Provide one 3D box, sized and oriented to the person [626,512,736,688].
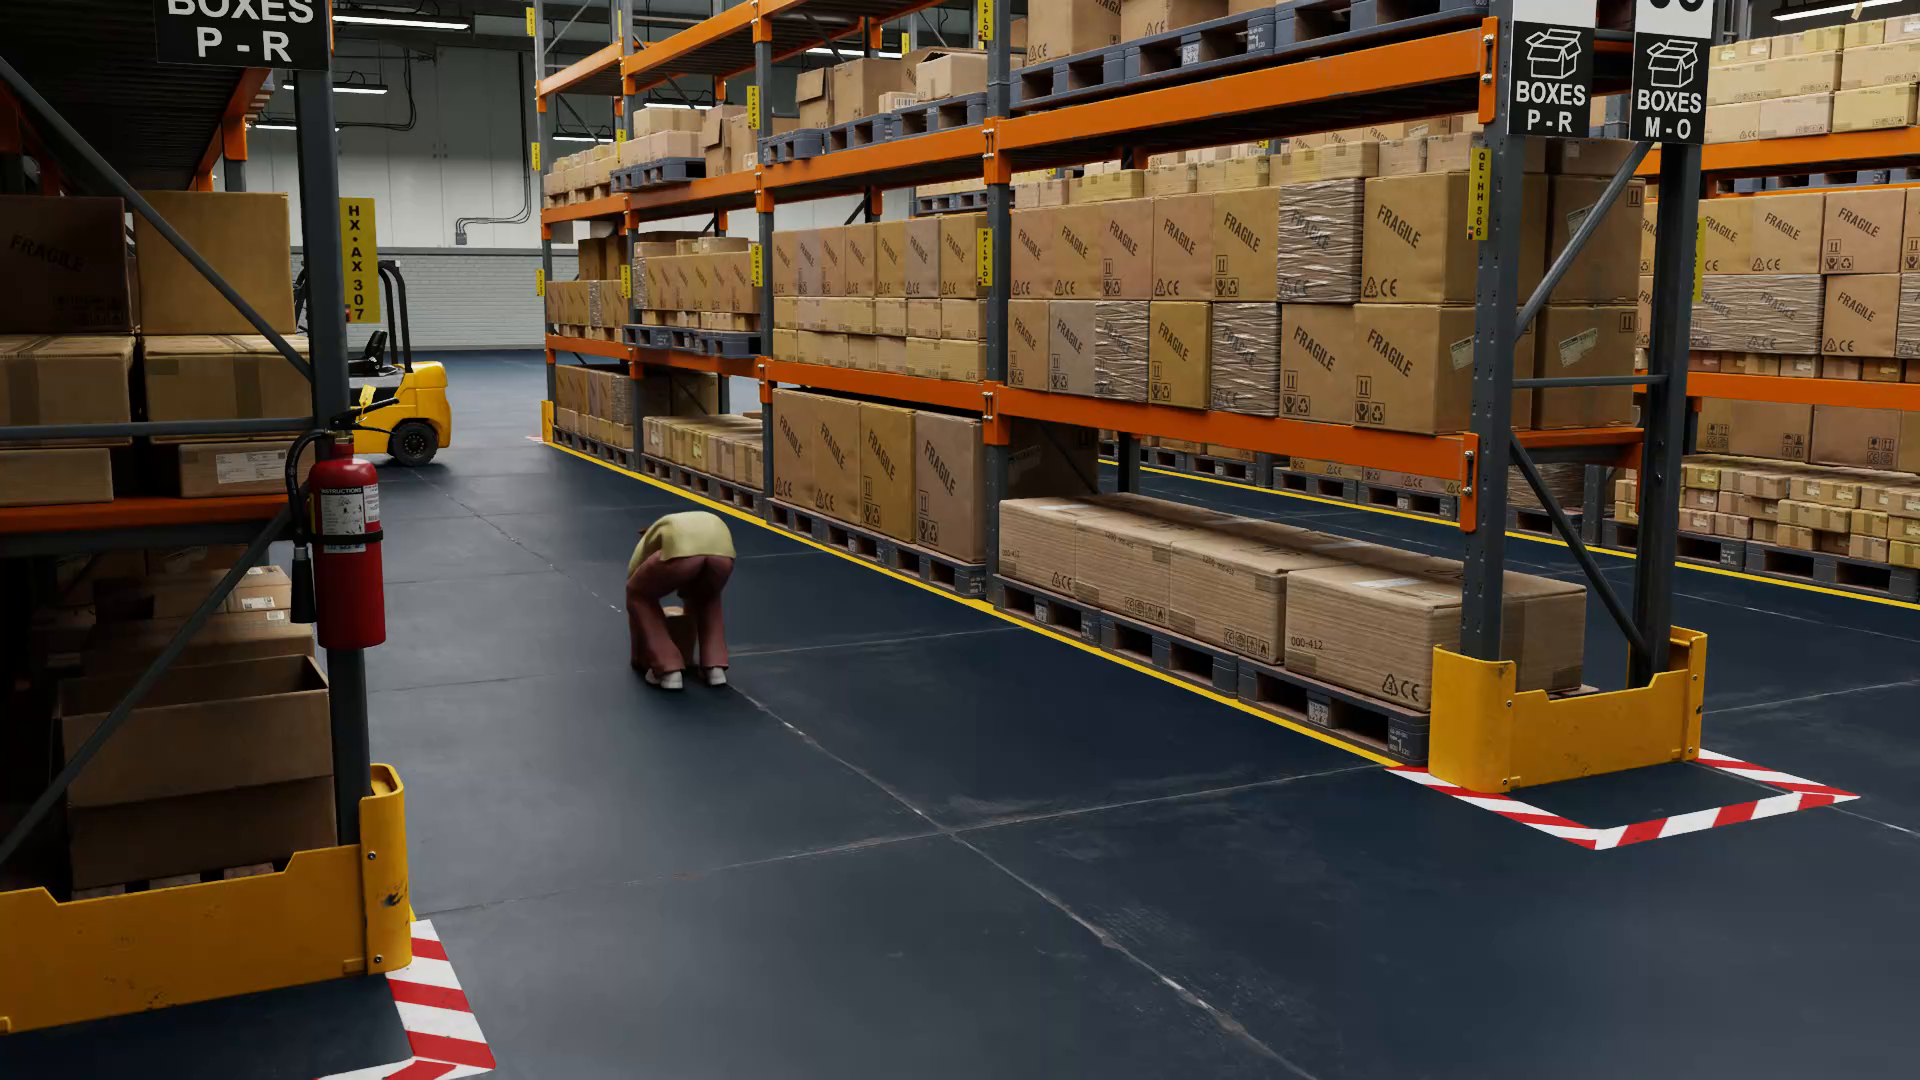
[{"bbox_3d":[-1.368,0.260,8.000,0.476,0.835,0.855,-5,10,-28],"label":"person"}]
